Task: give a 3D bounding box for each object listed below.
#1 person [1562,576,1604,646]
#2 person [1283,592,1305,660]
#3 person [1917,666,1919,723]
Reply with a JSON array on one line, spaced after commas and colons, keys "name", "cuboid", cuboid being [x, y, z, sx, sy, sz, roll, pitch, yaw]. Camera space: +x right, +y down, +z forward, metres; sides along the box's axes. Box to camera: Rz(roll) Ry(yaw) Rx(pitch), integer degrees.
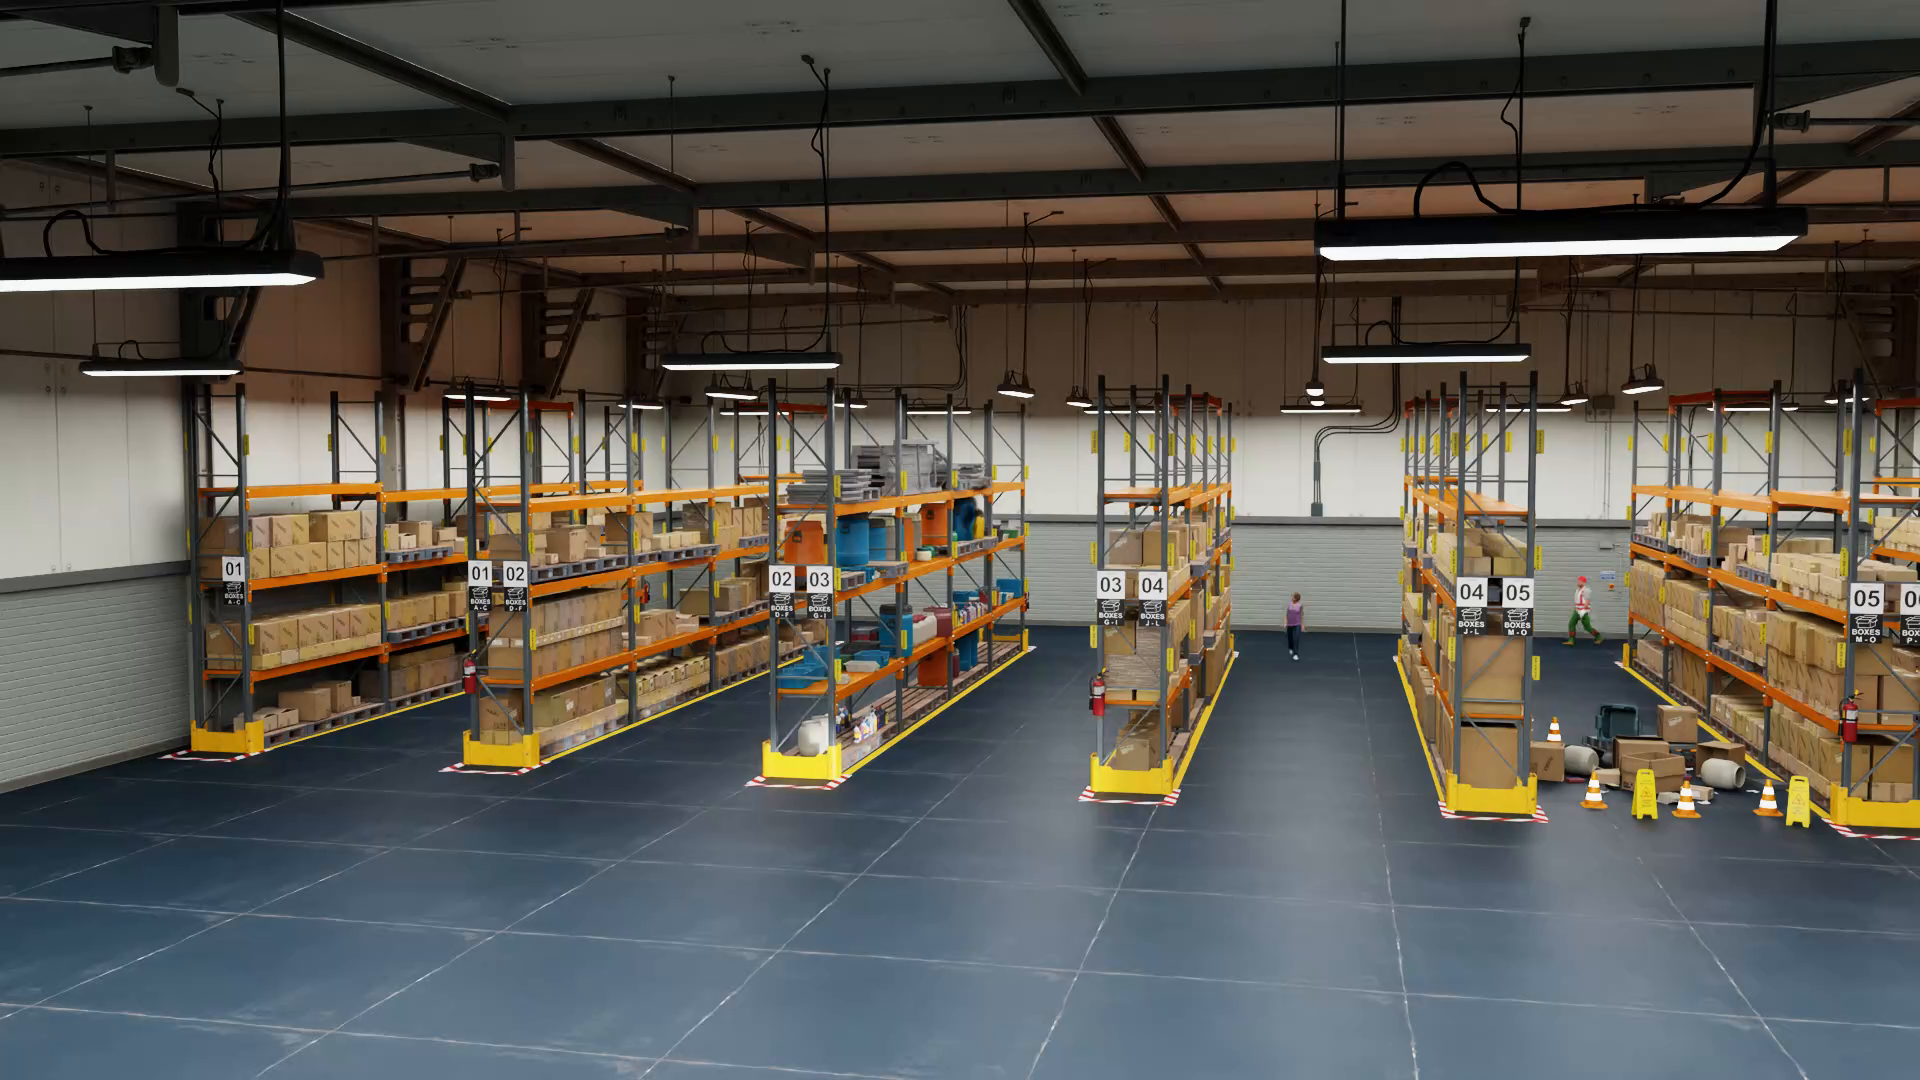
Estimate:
[{"name": "person", "cuboid": [15.461, 1.766, 41.255, 0.989, 1.747, 0.600, 0, 3, -1]}, {"name": "person", "cuboid": [7.825, 2.000, 38.914, 0.502, 1.539, 0.818, 1, 3, 12]}, {"name": "person", "cuboid": [15.290, 2.729, 26.296, 0.631, 1.580, 0.893, 1, 3, 12]}]
